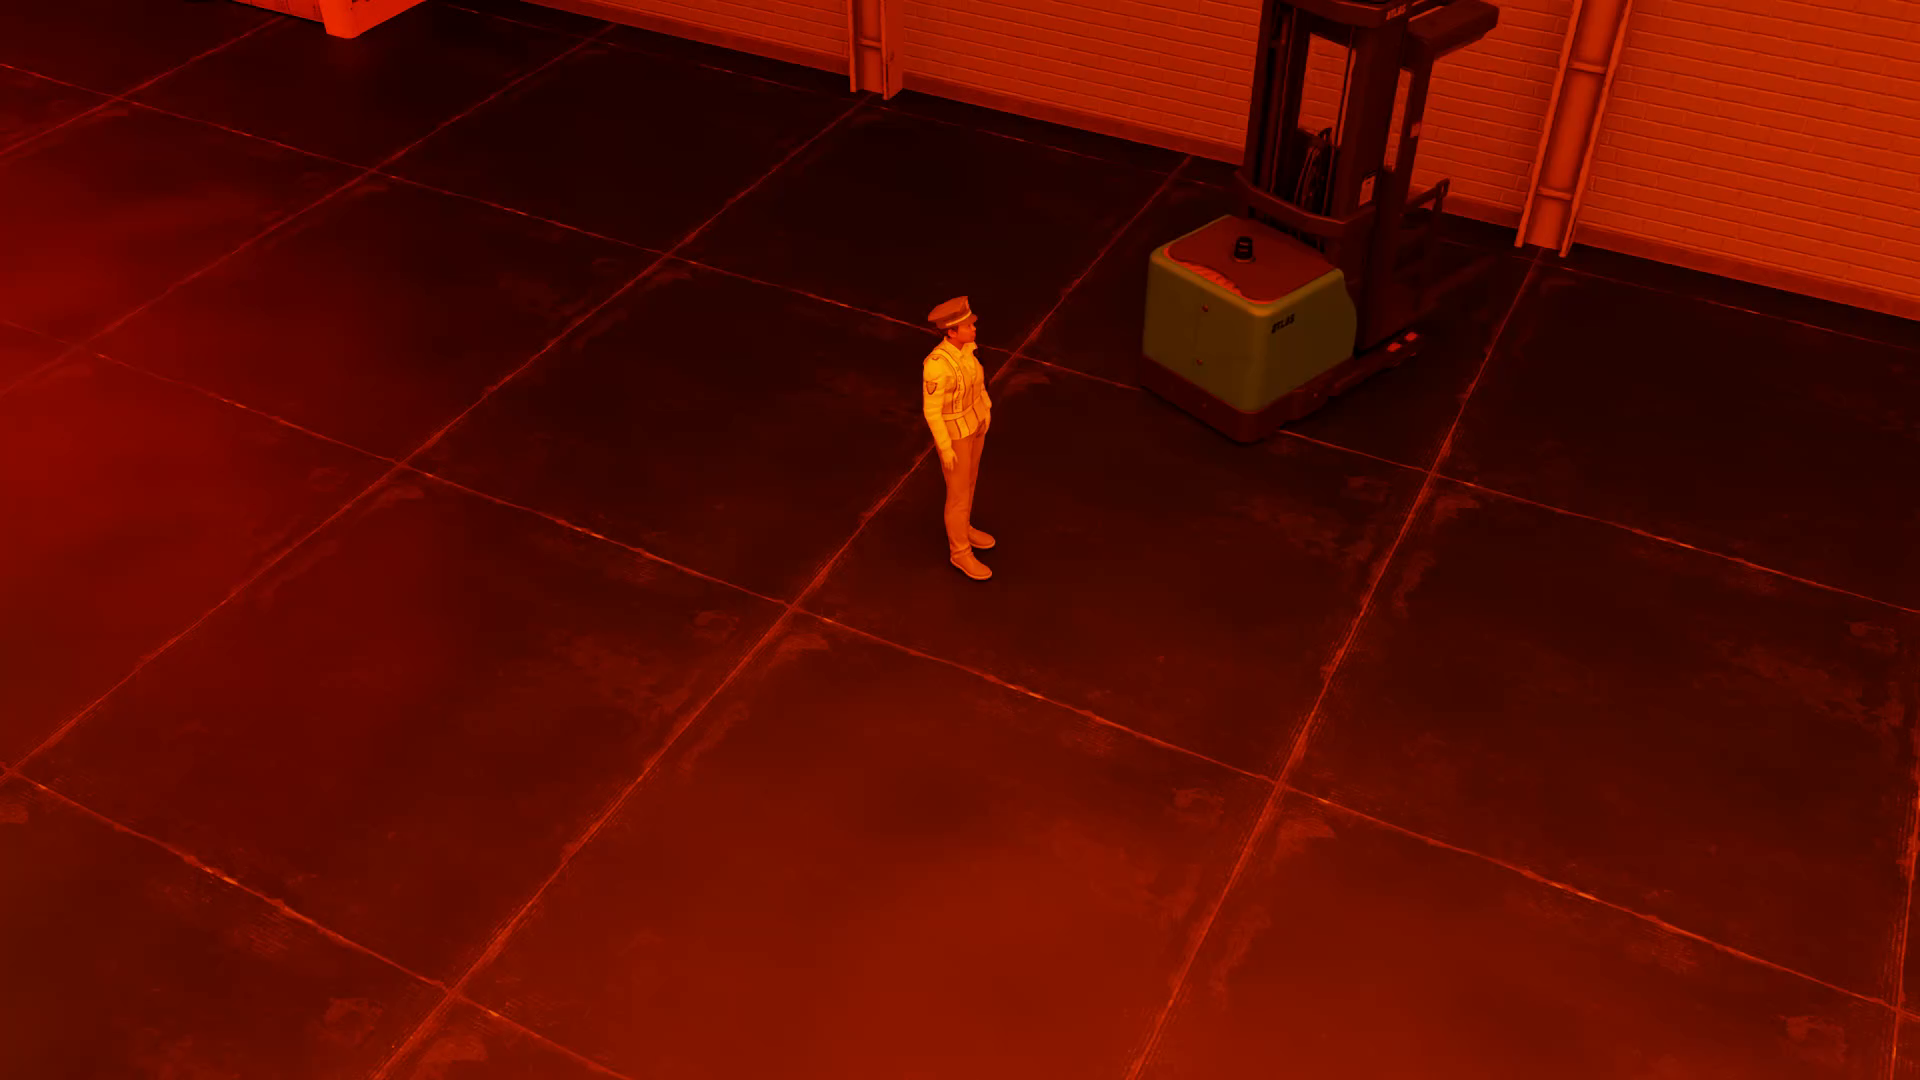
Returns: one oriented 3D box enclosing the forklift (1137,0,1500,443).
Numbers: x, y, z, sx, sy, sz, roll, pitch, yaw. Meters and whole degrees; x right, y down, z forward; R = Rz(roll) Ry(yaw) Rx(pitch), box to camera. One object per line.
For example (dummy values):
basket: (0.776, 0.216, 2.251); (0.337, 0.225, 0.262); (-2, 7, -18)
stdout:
forklift: (2.660, -2.572, 11.040); (3.031, 2.935, 1.130); (-29, 48, -30)

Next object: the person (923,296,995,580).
person: (0.057, -0.630, 9.683); (0.534, 1.696, 0.587); (18, 43, 21)
